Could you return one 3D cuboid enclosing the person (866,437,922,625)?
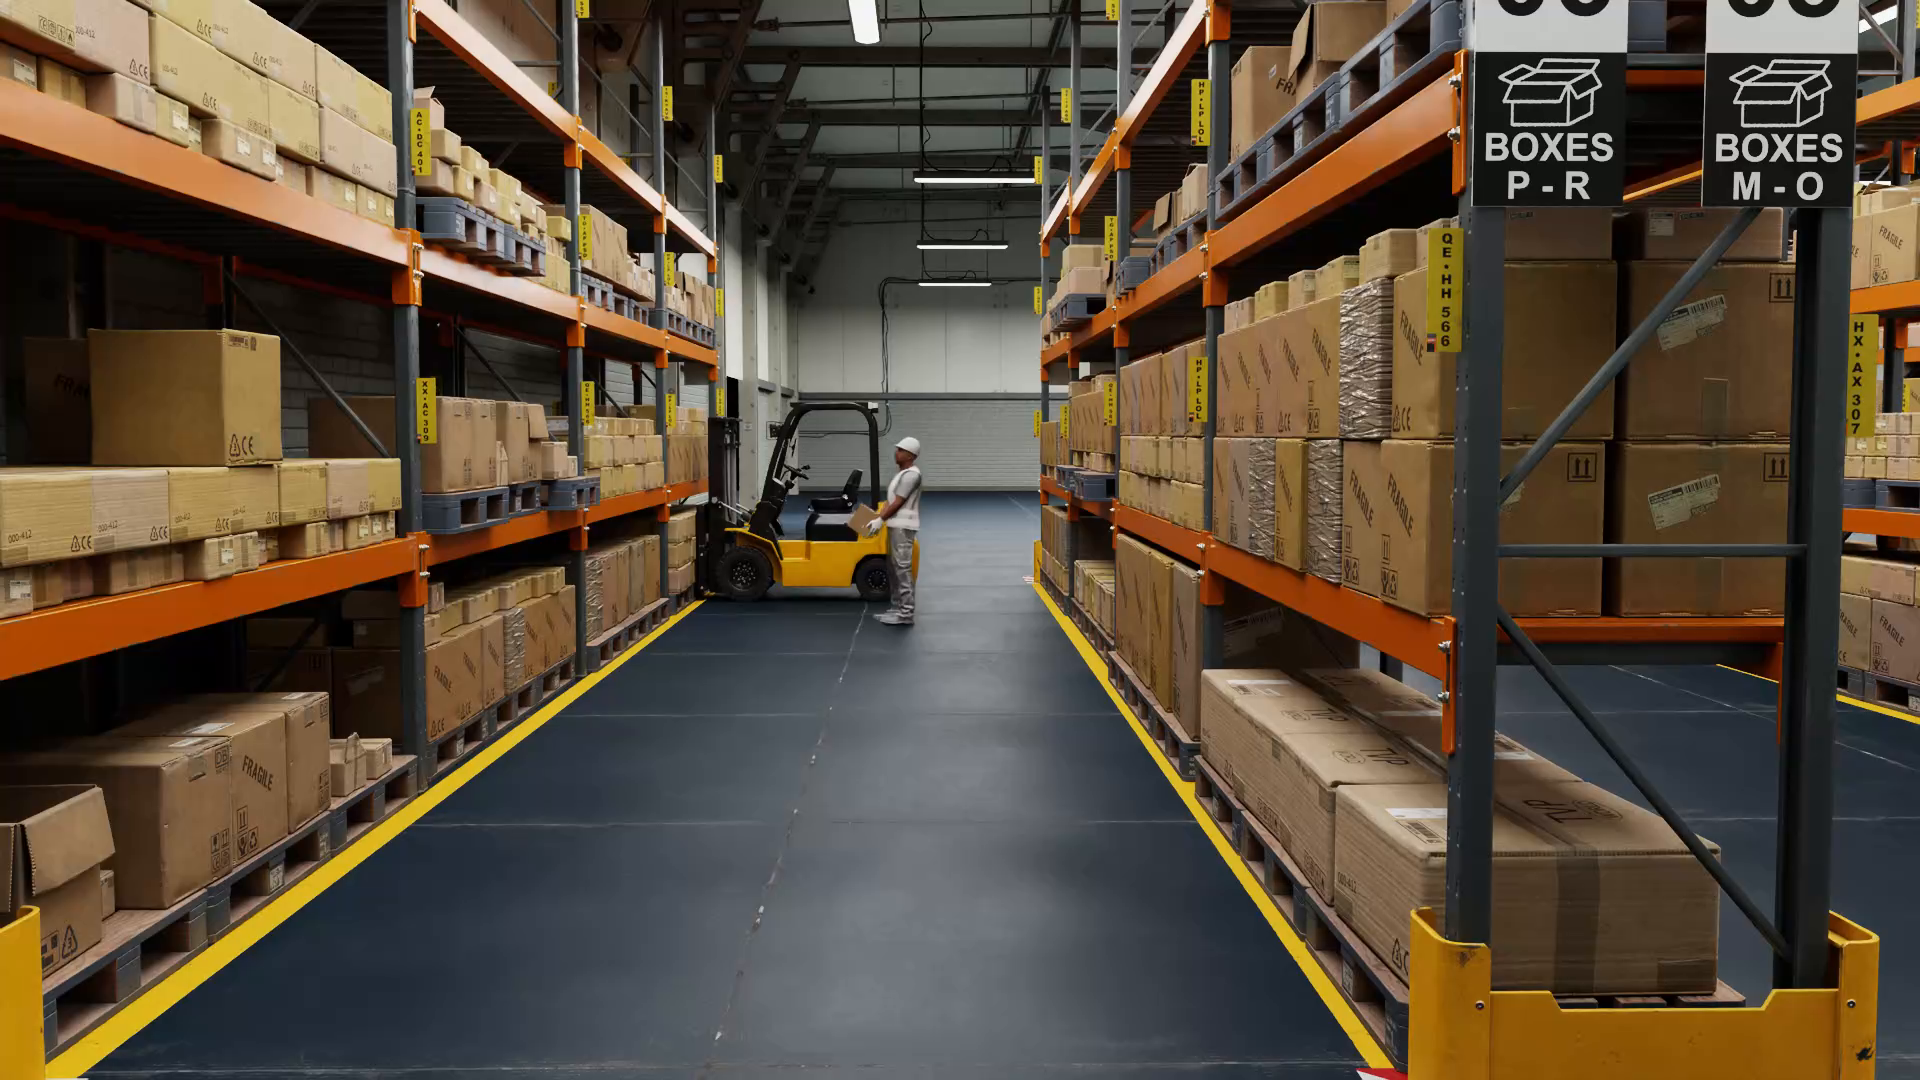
[{"bbox_3d":[-0.642,-0.090,15.890,0.557,1.788,0.532,-1,4,-10],"label":"person"}]
